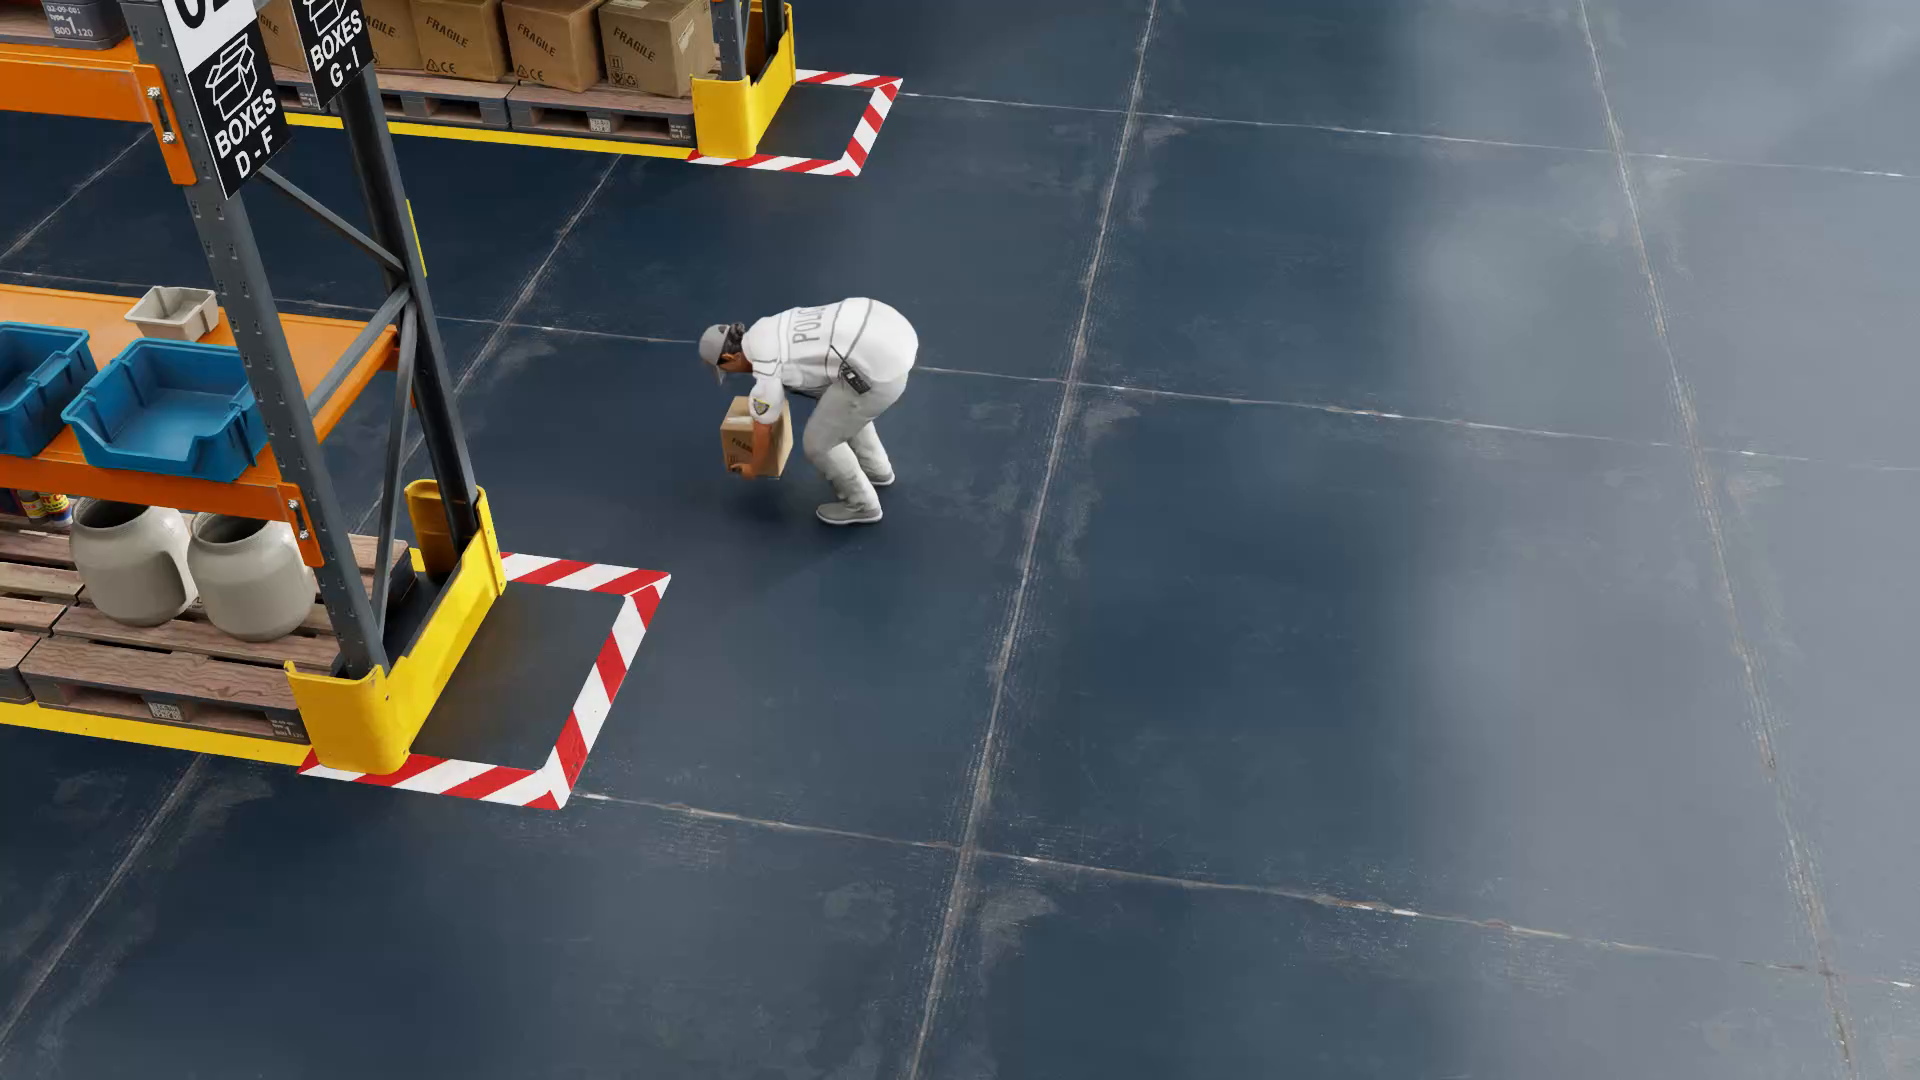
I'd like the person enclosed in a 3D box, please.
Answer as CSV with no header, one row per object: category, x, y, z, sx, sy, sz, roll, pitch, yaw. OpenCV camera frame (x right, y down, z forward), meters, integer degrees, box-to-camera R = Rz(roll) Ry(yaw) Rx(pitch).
person,-0.659,-0.588,7.339,0.950,1.014,0.495,5,41,6
